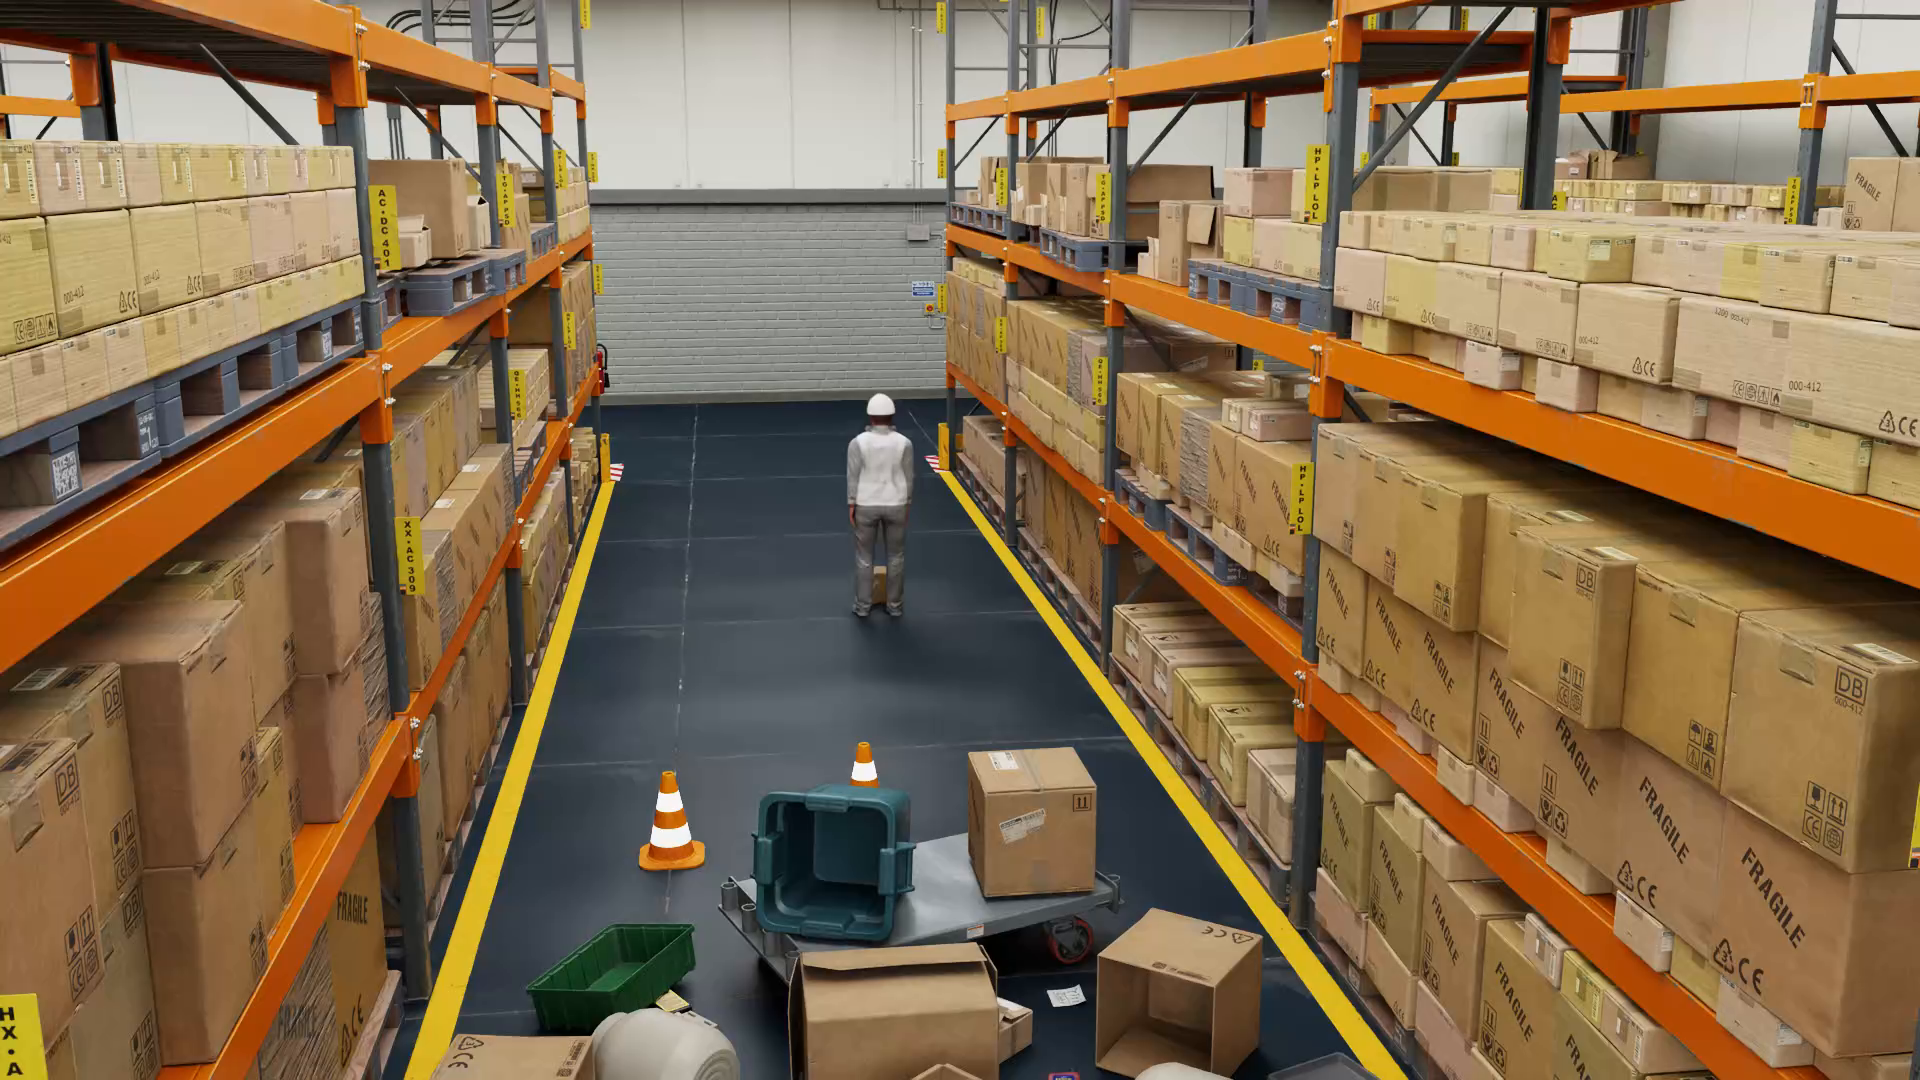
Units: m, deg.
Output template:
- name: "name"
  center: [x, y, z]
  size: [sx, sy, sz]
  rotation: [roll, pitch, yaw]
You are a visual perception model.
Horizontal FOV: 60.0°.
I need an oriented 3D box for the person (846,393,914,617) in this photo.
- name: "person"
  center: [-0.628, -0.274, 13.092]
  size: [0.533, 1.777, 0.389]
  rotation: [-2, 13, -6]
